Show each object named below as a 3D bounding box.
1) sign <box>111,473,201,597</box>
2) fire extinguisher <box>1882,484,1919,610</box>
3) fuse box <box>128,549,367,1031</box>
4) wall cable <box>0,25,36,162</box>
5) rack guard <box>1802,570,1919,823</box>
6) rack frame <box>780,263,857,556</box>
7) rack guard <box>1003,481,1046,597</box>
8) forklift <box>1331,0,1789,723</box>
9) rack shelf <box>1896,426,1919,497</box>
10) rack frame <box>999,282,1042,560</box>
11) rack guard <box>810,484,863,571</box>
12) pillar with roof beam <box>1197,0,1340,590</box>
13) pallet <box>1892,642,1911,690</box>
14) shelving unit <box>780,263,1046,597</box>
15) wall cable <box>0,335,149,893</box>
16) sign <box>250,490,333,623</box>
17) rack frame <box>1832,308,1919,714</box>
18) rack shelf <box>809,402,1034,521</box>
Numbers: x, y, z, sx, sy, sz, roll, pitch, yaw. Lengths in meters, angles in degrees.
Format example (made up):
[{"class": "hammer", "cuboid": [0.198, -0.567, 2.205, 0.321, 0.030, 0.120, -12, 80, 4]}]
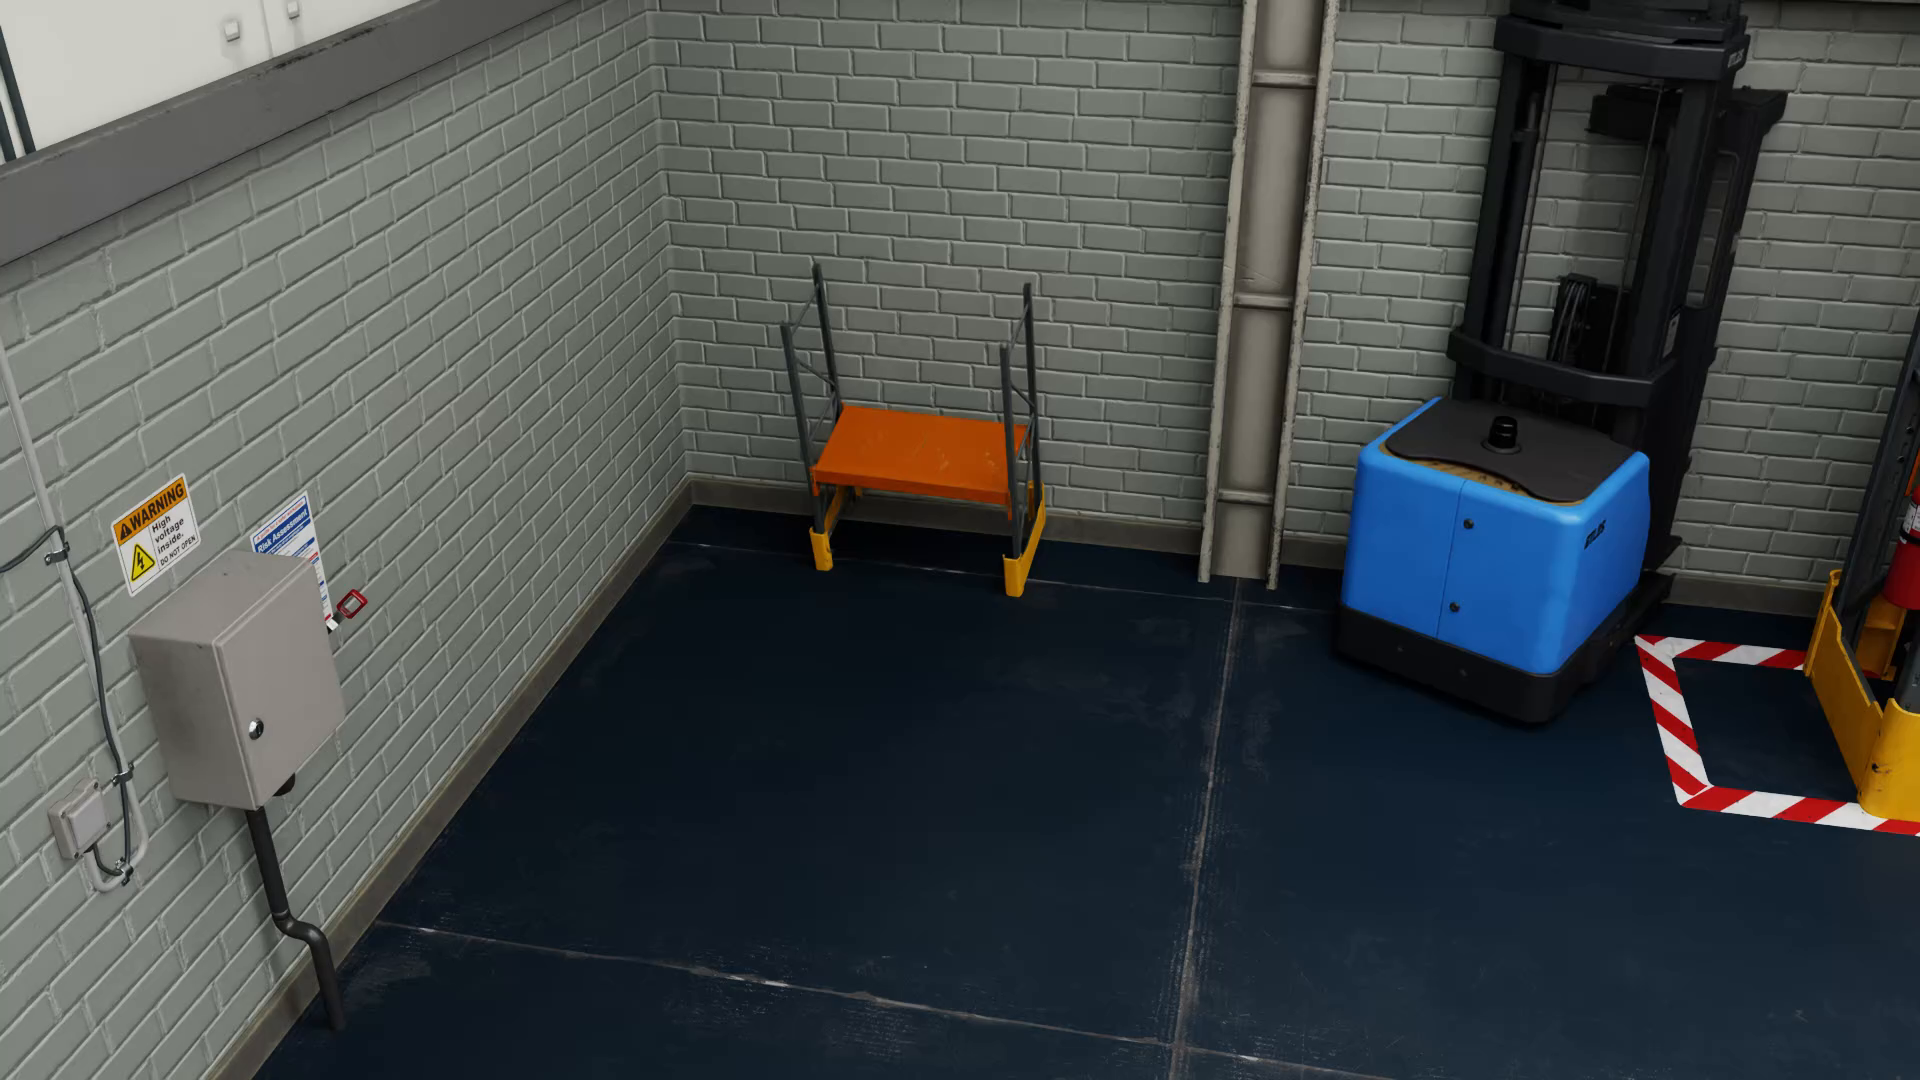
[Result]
[{"class": "sign", "cuboid": [-2.316, -0.018, 4.799, 0.001, 0.242, 0.339, 6, 29, 11]}, {"class": "fire extinguisher", "cuboid": [3.628, -0.066, 6.216, 0.183, 0.674, 0.296, 6, 29, 11]}, {"class": "fuse box", "cuboid": [-2.102, 0.904, 5.317, 0.414, 1.711, 0.539, 6, 29, 11]}, {"class": "wall cable", "cuboid": [-2.008, -2.878, 4.597, 0.133, 3.039, 2.988, 6, 29, 11]}, {"class": "rack guard", "cuboid": [3.943, 0.638, 7.064, 0.348, 0.500, 1.175, 6, 29, 11]}, {"class": "rack frame", "cuboid": [-0.680, -0.587, 8.154, 0.032, 1.500, 0.500, 7, 45, 13]}, {"class": "rack guard", "cuboid": [0.326, -0.010, 8.351, 0.087, 0.250, 0.587, 7, 45, 13]}, {"class": "forklift", "cuboid": [3.046, -1.136, 7.773, 1.130, 2.935, 3.031, 21, 35, 34]}, {"class": "rack shelf", "cuboid": [5.825, 0.050, 6.284, 4.000, 0.370, 1.077, 6, 29, 11]}, {"class": "rack frame", "cuboid": [0.301, -0.461, 7.919, 0.032, 1.500, 0.500, 7, 45, 13]}, {"class": "rack guard", "cuboid": [-0.635, -0.134, 8.582, 0.087, 0.250, 0.587, 7, 45, 13]}, {"class": "pillar with roof beam", "cuboid": [0.521, -1.770, 2.611, 0.400, 9.000, 9.100, 6, 29, 11]}, {"class": "pallet", "cuboid": [4.723, 0.844, 6.988, 1.213, 0.211, 1.003, 6, 29, 11]}, {"class": "shelving unit", "cuboid": [-0.198, -0.525, 8.039, 1.083, 1.500, 0.587, 7, 45, 13]}, {"class": "wall cable", "cuboid": [-2.399, 0.198, 4.207, 0.122, 1.984, 0.588, 6, 29, 11]}, {"class": "sign", "cuboid": [-2.201, 0.128, 5.492, 0.001, 0.494, 0.329, 6, 29, 11]}, {"class": "rack frame", "cuboid": [3.869, -0.466, 6.478, 0.127, 3.000, 1.000, 6, 29, 11]}, {"class": "rack shelf", "cuboid": [-0.177, -0.394, 8.160, 1.000, 0.185, 0.538, 7, 45, 13]}]
